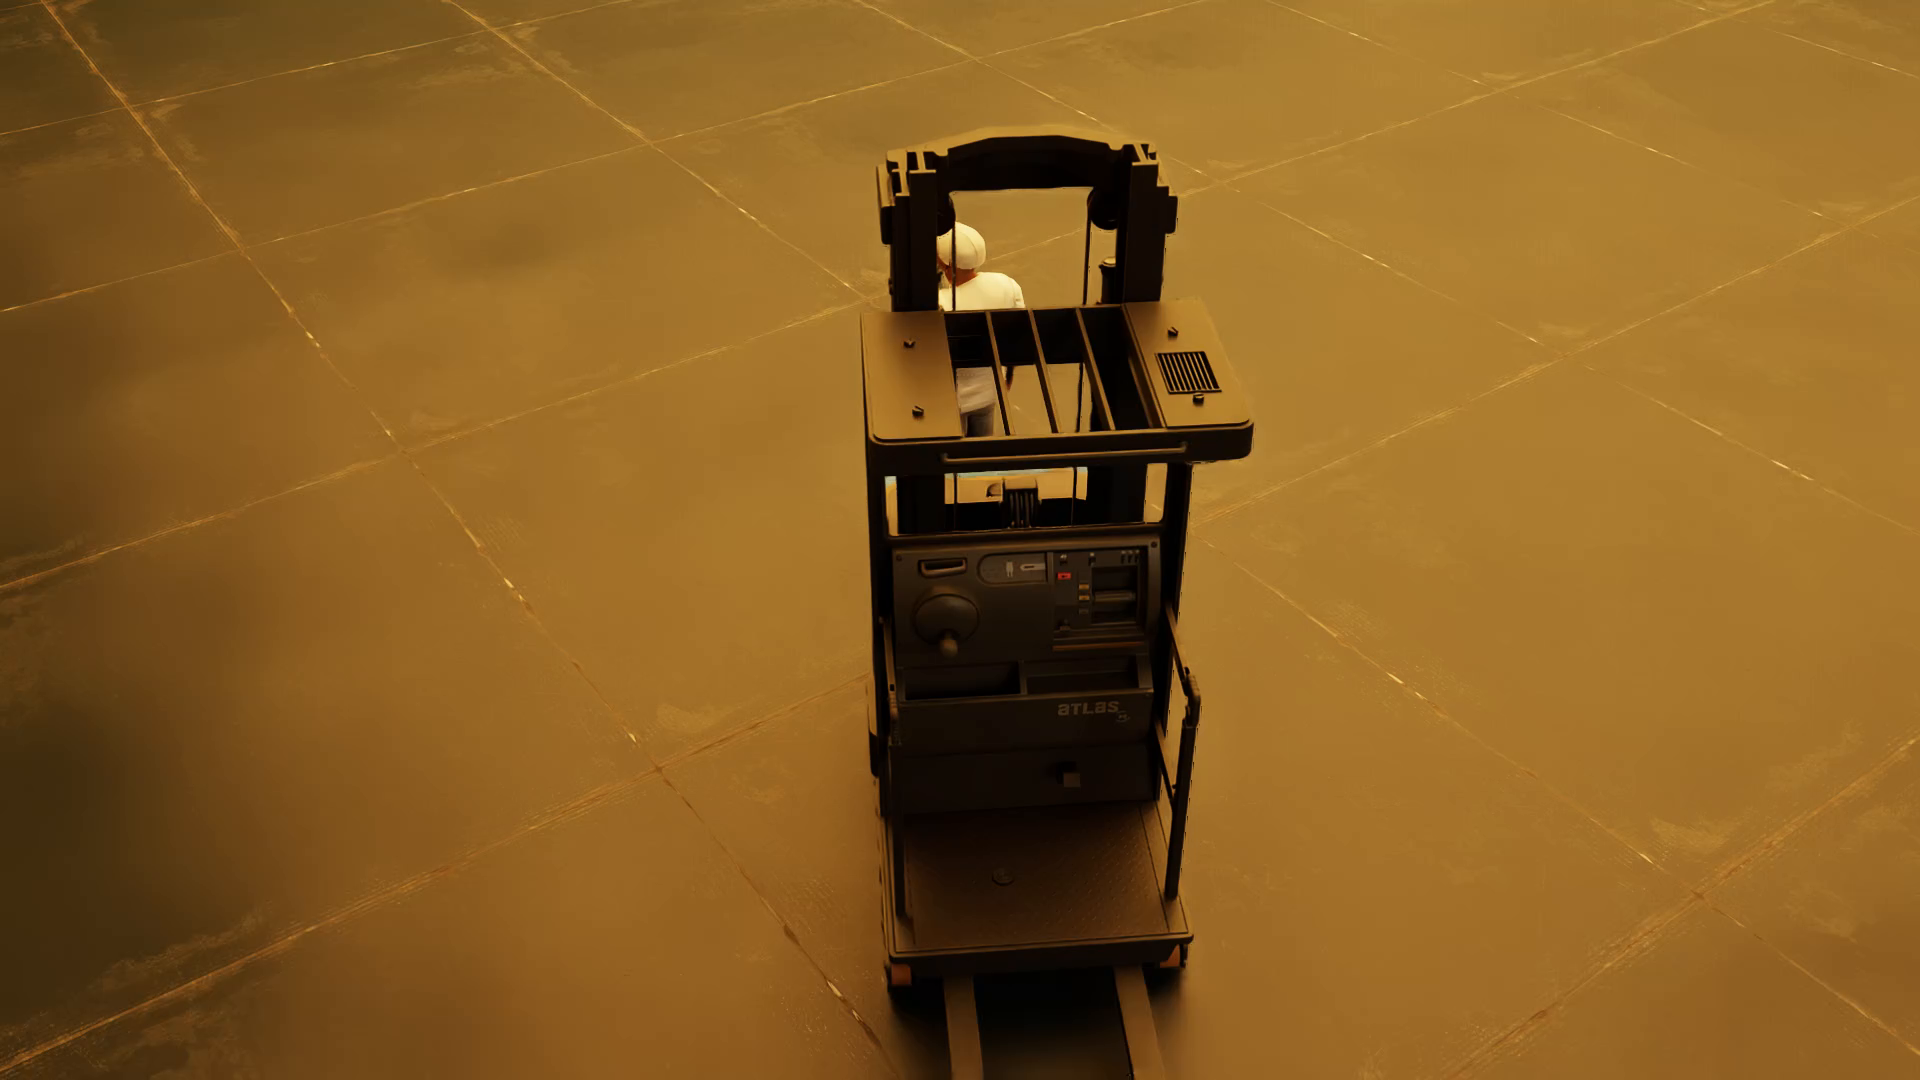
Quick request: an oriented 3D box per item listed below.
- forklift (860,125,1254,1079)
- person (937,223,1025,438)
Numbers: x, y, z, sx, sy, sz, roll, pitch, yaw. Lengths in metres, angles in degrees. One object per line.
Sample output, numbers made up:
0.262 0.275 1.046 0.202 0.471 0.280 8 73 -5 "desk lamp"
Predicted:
0.253 0.264 5.588 1.130 2.935 3.031 -3 37 -4 "forklift"
-0.035 -0.752 7.929 0.666 1.765 0.577 -23 42 -28 "person"
